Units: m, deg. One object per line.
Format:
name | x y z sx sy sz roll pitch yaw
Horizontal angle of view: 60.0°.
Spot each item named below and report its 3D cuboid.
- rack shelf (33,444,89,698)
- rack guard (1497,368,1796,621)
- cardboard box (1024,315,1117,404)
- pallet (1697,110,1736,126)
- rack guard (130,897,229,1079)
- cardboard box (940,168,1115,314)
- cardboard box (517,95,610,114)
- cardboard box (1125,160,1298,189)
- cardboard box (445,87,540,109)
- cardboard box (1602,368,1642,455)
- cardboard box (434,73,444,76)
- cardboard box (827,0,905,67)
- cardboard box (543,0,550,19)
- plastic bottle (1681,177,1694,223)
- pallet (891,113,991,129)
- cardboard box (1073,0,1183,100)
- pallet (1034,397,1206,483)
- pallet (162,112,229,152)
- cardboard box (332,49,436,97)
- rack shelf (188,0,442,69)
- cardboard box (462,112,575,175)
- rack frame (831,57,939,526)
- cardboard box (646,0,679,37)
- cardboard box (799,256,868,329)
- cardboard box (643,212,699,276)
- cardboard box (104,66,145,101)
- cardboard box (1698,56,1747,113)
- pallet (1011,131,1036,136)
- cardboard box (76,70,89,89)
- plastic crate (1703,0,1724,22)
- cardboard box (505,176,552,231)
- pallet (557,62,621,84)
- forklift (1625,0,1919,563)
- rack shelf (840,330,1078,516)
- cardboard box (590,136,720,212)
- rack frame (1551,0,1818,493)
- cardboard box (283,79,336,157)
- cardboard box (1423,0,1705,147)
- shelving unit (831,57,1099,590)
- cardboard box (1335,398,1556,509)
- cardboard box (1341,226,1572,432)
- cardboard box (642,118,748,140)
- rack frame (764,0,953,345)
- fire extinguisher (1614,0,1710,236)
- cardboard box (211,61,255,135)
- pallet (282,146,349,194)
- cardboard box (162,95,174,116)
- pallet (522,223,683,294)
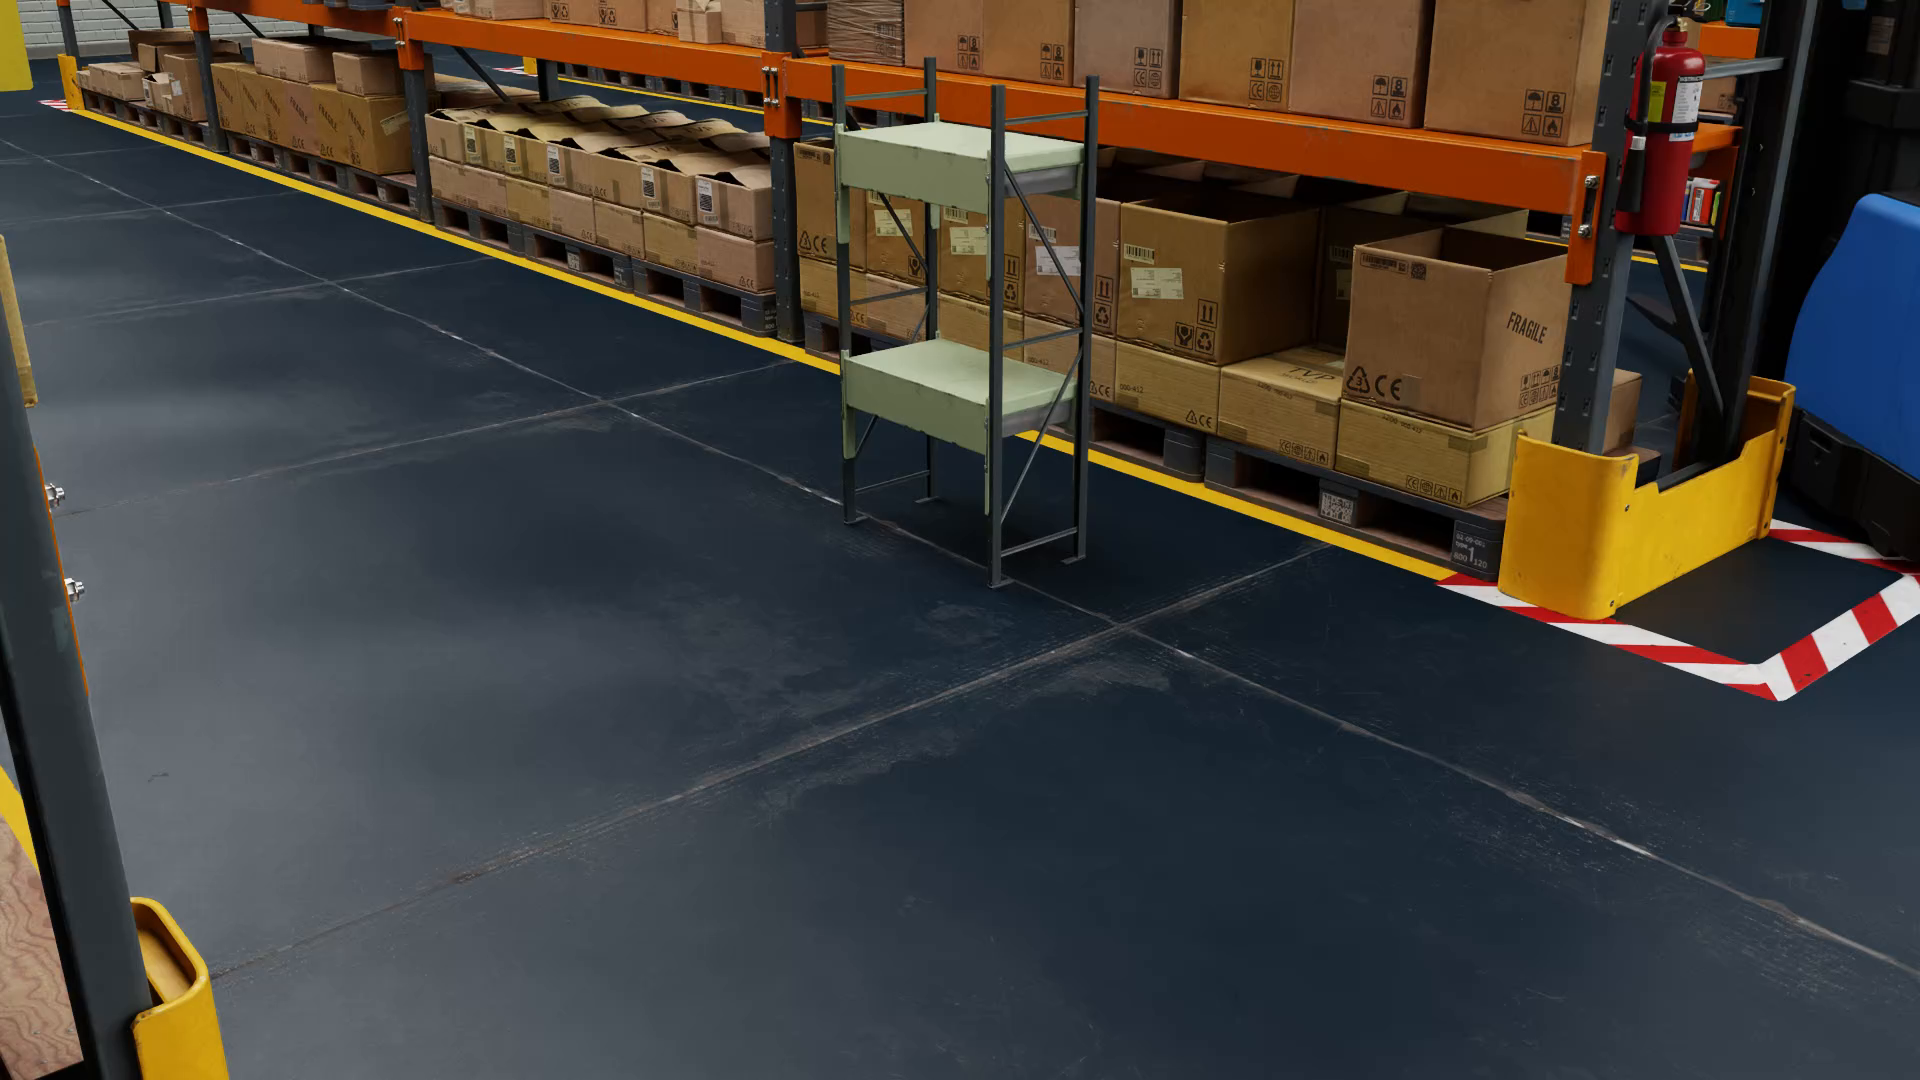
rack shelf | -2.896 -0.380 3.329 1.077 0.370 4.000 -17 27 -37
rack guard | 2.176 -0.173 5.239 1.175 0.500 0.348 -17 27 -37
cardboard box | 0.598 -0.748 6.474 0.500 0.250 0.500 -17 27 -37
pallet | 6.547 -3.722 14.697 1.003 0.211 1.213 -17 27 -37
rack guard | -1.640 0.980 2.296 1.175 0.500 0.348 -17 27 -37
cardboard box | 0.267 -1.234 6.687 0.500 0.500 0.500 -17 27 -37
cardboard box | -2.534 -2.644 10.546 0.500 0.311 0.500 -17 27 -36
cardboard box | 1.001 -1.224 6.661 0.500 0.500 0.500 -17 27 -37
cardboard box | -3.143 -2.788 11.314 0.500 0.500 0.500 -16 27 -35
cardboard box | 1.978 -0.459 5.738 0.500 0.250 0.500 -17 27 -37
cardboard box | -4.157 -3.214 12.401 0.500 0.500 0.500 -19 28 -39
cardboard box | -0.157 -2.374 7.294 0.700 0.500 0.500 -18 28 -39
cardboard box | -2.187 -3.097 9.624 0.380 0.149 0.250 -15 26 -34
plastic bottle | 4.150 -1.975 9.546 0.152 0.276 0.135 -18 28 -39
pallet | 0.147 -3.641 14.491 1.003 0.211 1.213 -17 27 -37
cardboard box | 0.852 -1.949 6.209 0.700 0.500 0.500 -16 27 -36
pallet | 0.837 -0.583 6.683 1.003 0.211 1.213 -17 27 -37
pallet | -6.121 -3.550 14.258 1.003 0.211 1.213 -17 27 -37
cardboard box | -3.890 -3.161 11.236 0.500 0.250 0.500 -16 27 -35
rack shelf | -4.368 -3.771 11.985 1.077 0.370 4.000 -17 27 -37
cardboard box | -2.593 -2.372 9.853 0.500 0.311 0.500 -18 28 -39
rack frame | -0.235 -0.798 5.464 0.400 1.500 0.023 -17 27 -37
cardboard box | -1.284 -2.856 8.527 0.500 0.500 0.500 -15 26 -34
cardboard box | -0.378 -1.163 7.535 0.500 0.250 0.500 -17 27 -37
cardboard box | -1.270 -1.549 8.521 0.500 0.250 0.500 -18 28 -38
cardboard box | -7.491 -4.194 15.246 0.500 0.250 0.500 -17 27 -37
cardboard box | 6.672 -4.021 14.462 0.500 0.500 0.700 20 29 41
pallet | 1.169 -3.210 13.390 1.003 0.211 1.213 -17 27 -37
cardboard box | -8.271 -4.444 16.022 0.380 0.149 0.250 -17 27 -37
plastic crate | 3.976 -3.085 9.539 0.450 0.188 0.662 -17 27 -37
cardboard box | -2.270 -1.973 9.603 0.500 0.250 0.500 -18 28 -39
pallet | -4.020 -5.406 18.998 1.003 0.211 1.213 -17 27 -37
forklift | 3.456 -1.761 5.961 1.130 2.935 3.031 0 21 0
rack shelf | 0.004 -0.393 5.325 0.431 0.370 0.720 -17 27 -37
cardboard box | -1.601 -1.949 8.772 0.500 0.311 0.500 -18 27 -38
rack frame | 2.160 -1.343 4.800 1.000 3.000 0.127 -17 27 -37
cardboard box | -4.535 -3.083 12.068 0.500 0.500 0.500 -19 28 -39
cardboard box | 1.865 -1.522 5.119 0.700 0.500 0.500 -17 27 -37
shelving unit | 0.004 -0.697 5.206 0.431 1.500 0.755 -17 27 -37
cardboard box | 1.586 -0.336 5.424 0.500 0.250 0.500 -17 27 -37
cardboard box | 1.585 -0.685 5.286 0.500 0.500 0.500 -17 27 -37
cardboard box | -1.537 -2.223 9.471 0.500 0.311 0.500 -17 27 -36
rack frame | -0.451 -2.448 7.622 1.000 3.000 0.127 -17 27 -37
fire extinguisher | 1.885 -1.164 4.449 0.296 0.674 0.183 -17 27 -37
cardboard box | -5.542 -3.508 13.151 0.500 0.500 0.500 -19 28 -40
pallet | -4.313 -2.807 12.362 1.003 0.211 1.213 -17 27 -37
cardboard box | -6.550 -3.715 14.162 0.380 0.149 0.250 -17 27 -37
pallet | -1.762 -1.681 9.487 1.003 0.211 1.213 -17 27 -37
